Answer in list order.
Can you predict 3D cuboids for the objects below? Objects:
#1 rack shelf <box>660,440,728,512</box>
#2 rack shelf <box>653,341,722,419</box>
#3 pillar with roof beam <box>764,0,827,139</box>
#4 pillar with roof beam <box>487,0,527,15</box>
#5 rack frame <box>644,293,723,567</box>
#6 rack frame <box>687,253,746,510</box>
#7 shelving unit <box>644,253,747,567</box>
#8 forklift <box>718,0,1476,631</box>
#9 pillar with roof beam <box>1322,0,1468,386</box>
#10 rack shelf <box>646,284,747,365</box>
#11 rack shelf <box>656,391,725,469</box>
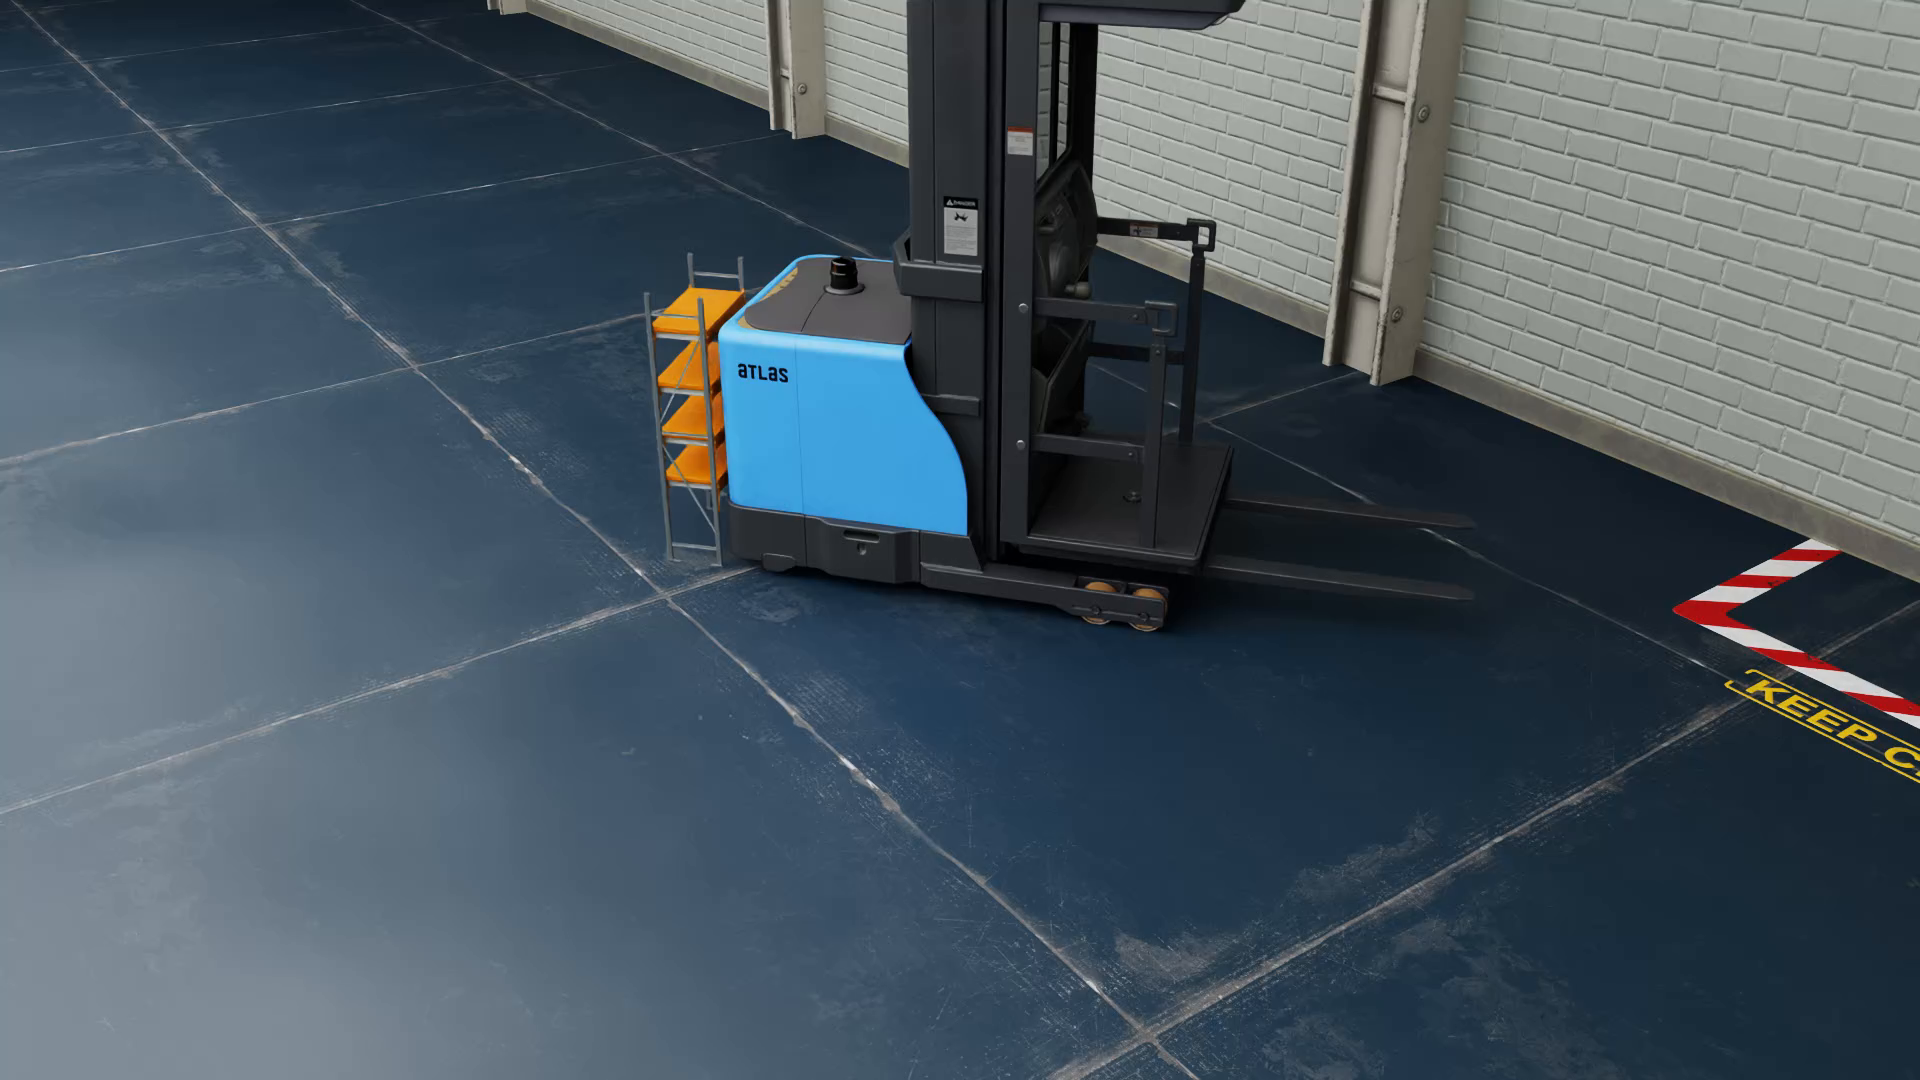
[{"bbox_3d":[-1.071,-0.307,7.114,0.258,0.148,0.480,6,29,10],"label":"rack shelf"},{"bbox_3d":[-1.069,-0.678,6.912,0.258,0.148,0.480,6,29,10],"label":"rack shelf"},{"bbox_3d":[-4.786,-6.021,8.908,9.100,9.000,0.400,-19,34,-31],"label":"pillar with roof beam"},{"bbox_3d":[-8.266,-8.354,13.203,9.100,9.000,0.400,-19,34,-31],"label":"pillar with roof beam"},{"bbox_3d":[-1.120,-0.426,6.777,0.240,1.200,0.015,6,29,10],"label":"rack frame"},{"bbox_3d":[-1.019,-0.654,7.196,0.240,1.200,0.015,6,29,10],"label":"rack frame"},{"bbox_3d":[-1.070,-0.540,6.987,0.258,1.200,0.503,6,29,10],"label":"shelving unit"},{"bbox_3d":[0.601,-1.209,6.405,3.031,2.935,1.130,8,29,14],"label":"forklift"},{"bbox_3d":[-1.306,-3.689,4.613,9.100,9.000,0.400,-19,34,-31],"label":"pillar with roof beam"},{"bbox_3d":[-1.069,-0.886,6.799,0.258,0.148,0.480,6,29,10],"label":"rack shelf"},{"bbox_3d":[-1.070,-0.481,7.019,0.258,0.148,0.480,6,29,10],"label":"rack shelf"}]
